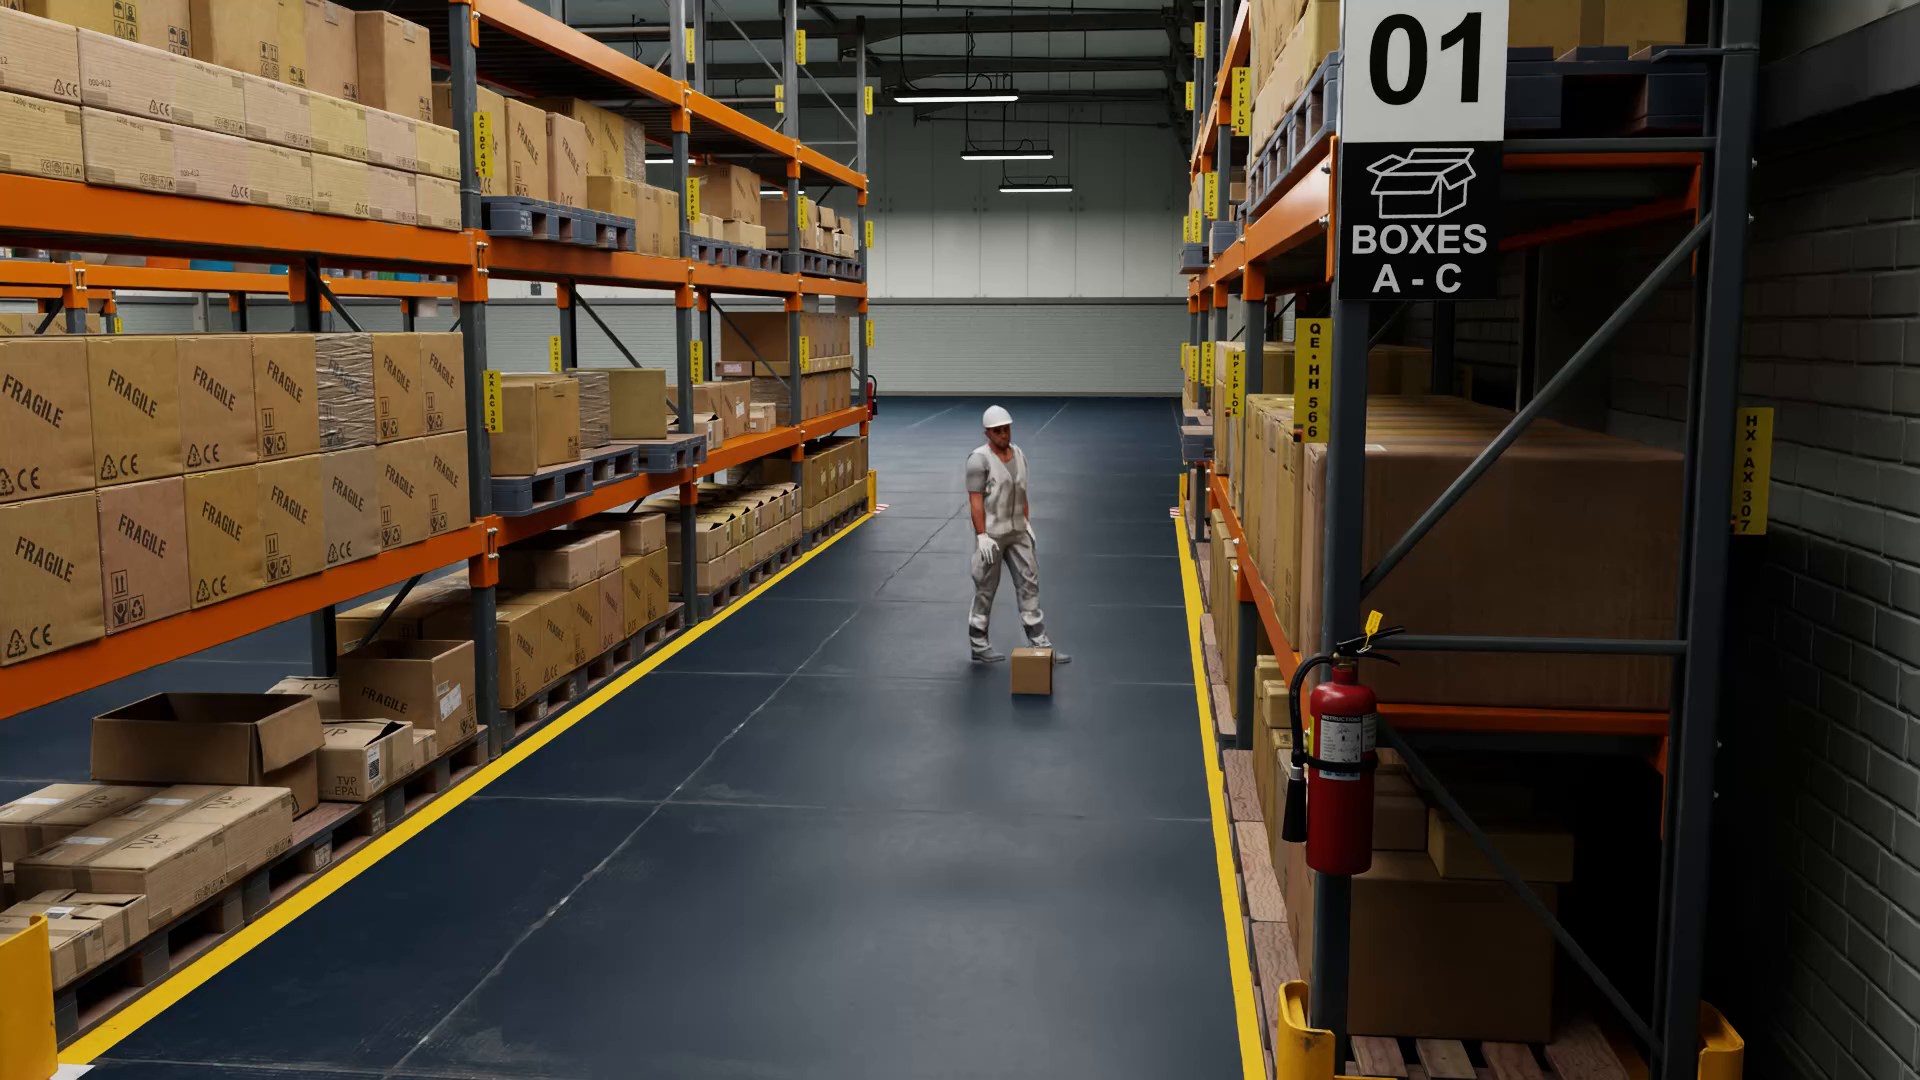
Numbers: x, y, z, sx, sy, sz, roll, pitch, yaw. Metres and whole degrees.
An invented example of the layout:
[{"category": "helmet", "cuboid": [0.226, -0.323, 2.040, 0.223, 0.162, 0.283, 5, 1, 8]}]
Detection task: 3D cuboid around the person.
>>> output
[{"category": "person", "cuboid": [0.346, -0.024, 11.265, 0.599, 1.773, 0.677, -6, 10, -39]}]
